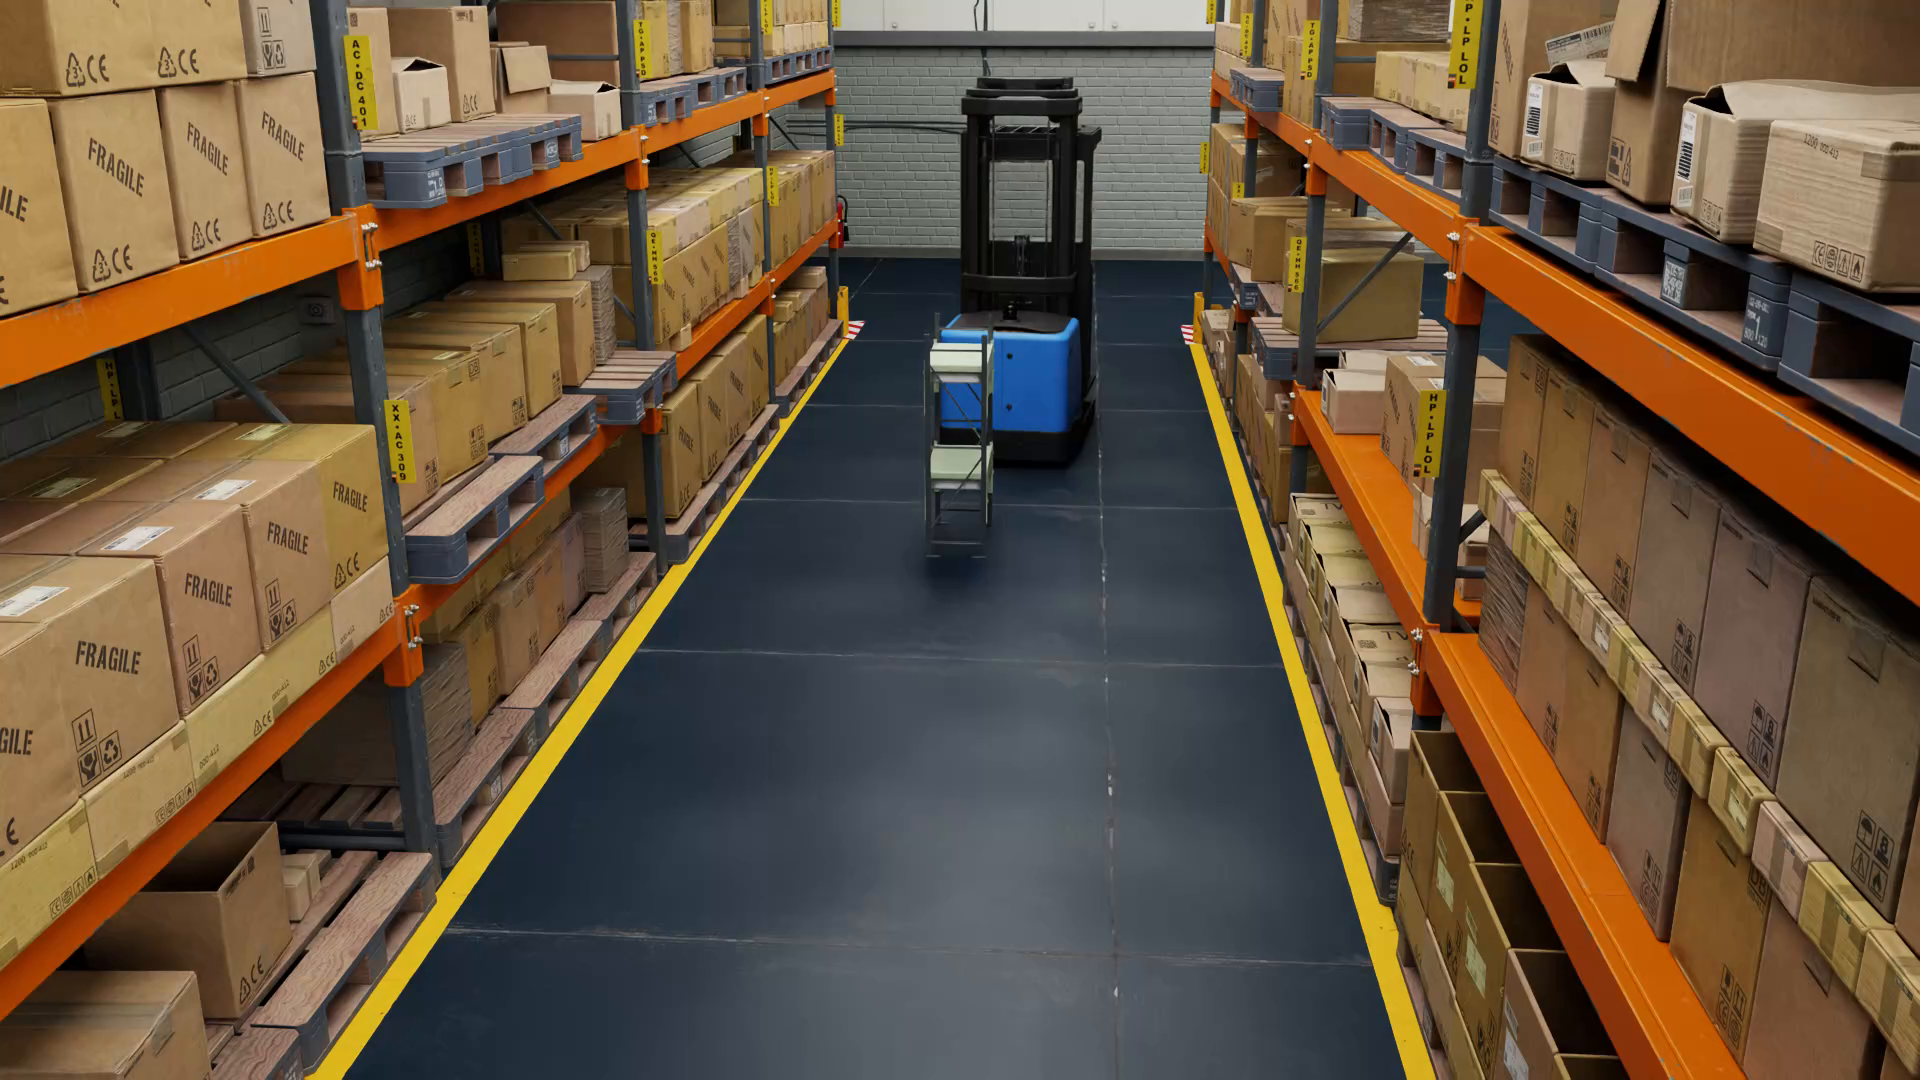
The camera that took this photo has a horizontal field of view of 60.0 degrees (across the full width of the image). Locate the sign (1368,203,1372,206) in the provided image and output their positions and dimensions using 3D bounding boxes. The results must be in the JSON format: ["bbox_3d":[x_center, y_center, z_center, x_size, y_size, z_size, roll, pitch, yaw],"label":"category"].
[{"bbox_3d":[3.382,-2.888,13.559,0.100,0.325,0.005,1,18,4],"label":"sign"}]

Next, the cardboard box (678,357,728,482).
[{"bbox_3d":[-2.147,-0.891,12.104,0.750,0.750,0.750,1,18,4],"label":"cardboard box"}]

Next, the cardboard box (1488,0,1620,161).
[{"bbox_3d":[1.956,-1.453,5.162,0.500,0.500,0.500,3,18,8],"label":"cardboard box"}]

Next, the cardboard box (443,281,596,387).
[{"bbox_3d":[-2.436,-1.152,9.255,0.700,0.500,0.500,0,18,-1],"label":"cardboard box"}]

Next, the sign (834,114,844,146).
[{"bbox_3d":[-1.286,-4.347,17.632,0.100,0.325,0.005,1,18,4],"label":"sign"}]

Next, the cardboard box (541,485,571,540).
[{"bbox_3d":[-2.503,-0.193,9.298,0.500,0.250,0.500,2,18,5],"label":"cardboard box"}]

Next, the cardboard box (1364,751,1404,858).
[{"bbox_3d":[1.995,1.108,6.967,0.500,0.250,0.500,1,18,3],"label":"cardboard box"}]

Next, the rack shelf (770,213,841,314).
[{"bbox_3d":[-1.970,-2.737,16.115,1.077,0.370,4.000,1,18,4],"label":"rack shelf"}]

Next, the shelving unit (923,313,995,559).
[{"bbox_3d":[0.000,-0.711,11.183,0.431,1.500,0.755,1,18,4],"label":"shelving unit"}]

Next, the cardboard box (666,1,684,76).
[{"bbox_3d":[-2.361,-3.541,11.728,0.700,0.500,0.500,1,18,4],"label":"cardboard box"}]

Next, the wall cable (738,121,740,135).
[{"bbox_3d":[-2.678,-4.602,19.019,0.084,1.984,1.851,1,18,4],"label":"wall cable"}]

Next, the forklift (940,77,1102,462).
[{"bbox_3d":[0.592,-2.422,14.108,1.130,2.935,3.031,3,18,10],"label":"forklift"}]

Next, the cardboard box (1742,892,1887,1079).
[{"bbox_3d":[2.047,1.023,3.324,0.700,0.500,0.500,2,18,5],"label":"cardboard box"}]

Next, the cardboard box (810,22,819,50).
[{"bbox_3d":[-1.650,-4.907,16.169,0.500,0.250,0.500,1,18,2],"label":"cardboard box"}]

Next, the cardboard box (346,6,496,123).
[{"bbox_3d":[-2.479,-2.197,7.659,0.500,0.500,0.500,1,18,2],"label":"cardboard box"}]

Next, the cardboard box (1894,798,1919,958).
[{"bbox_3d":[2.018,0.553,2.674,0.700,0.500,0.500,1,18,4],"label":"cardboard box"}]

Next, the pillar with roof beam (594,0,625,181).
[{"bbox_3d":[1.368,-5.450,13.603,9.100,9.000,0.400,1,18,4],"label":"pillar with roof beam"}]

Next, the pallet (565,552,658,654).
[{"bbox_3d":[-2.457,0.352,10.010,1.003,0.211,1.213,1,18,4],"label":"pallet"}]

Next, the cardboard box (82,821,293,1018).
[{"bbox_3d":[-2.721,1.328,5.859,0.500,0.500,0.500,0,18,0],"label":"cardboard box"}]

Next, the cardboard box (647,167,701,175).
[{"bbox_3d":[-2.406,-2.876,13.508,0.500,0.250,0.500,2,18,6],"label":"cardboard box"}]

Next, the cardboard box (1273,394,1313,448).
[{"bbox_3d":[2.374,-0.797,11.143,0.500,0.250,0.500,2,18,6],"label":"cardboard box"}]

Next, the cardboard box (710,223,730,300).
[{"bbox_3d":[-1.997,-2.038,12.154,0.500,0.500,0.500,2,18,5],"label":"cardboard box"}]

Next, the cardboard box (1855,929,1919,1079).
[{"bbox_3d":[1.823,0.818,2.906,0.380,0.149,0.250,2,18,5],"label":"cardboard box"}]

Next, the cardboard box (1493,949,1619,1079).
[{"bbox_3d":[1.804,1.490,4.597,0.500,0.500,0.500,1,18,4],"label":"cardboard box"}]

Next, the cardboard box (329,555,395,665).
[{"bbox_3d":[-2.418,0.242,6.076,0.500,0.250,0.500,1,18,4],"label":"cardboard box"}]

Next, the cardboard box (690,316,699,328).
[{"bbox_3d":[-2.081,-1.603,11.870,0.380,0.149,0.250,2,18,5],"label":"cardboard box"}]

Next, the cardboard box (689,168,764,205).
[{"bbox_3d":[-1.891,-2.862,13.466,0.500,0.250,0.500,2,18,5],"label":"cardboard box"}]

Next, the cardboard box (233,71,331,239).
[{"bbox_3d":[-2.476,-1.293,5.541,0.500,0.500,0.500,2,18,5],"label":"cardboard box"}]

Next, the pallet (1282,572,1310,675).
[{"bbox_3d":[2.444,0.473,9.639,1.003,0.211,1.213,1,18,4],"label":"pallet"}]

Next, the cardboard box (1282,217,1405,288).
[{"bbox_3d":[2.763,-2.046,12.014,0.700,0.500,0.500,-3,18,-10],"label":"cardboard box"}]

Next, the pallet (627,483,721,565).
[{"bbox_3d":[-2.268,-0.134,11.493,1.003,0.211,1.213,1,18,4],"label":"pallet"}]

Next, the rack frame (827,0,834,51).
[{"bbox_3d":[-1.826,-6.551,16.965,1.000,3.000,0.127,1,18,4],"label":"rack frame"}]

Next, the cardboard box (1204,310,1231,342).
[{"bbox_3d":[2.757,-2.176,16.955,0.500,0.250,0.500,1,18,4],"label":"cardboard box"}]

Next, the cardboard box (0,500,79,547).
[{"bbox_3d":[-3.011,0.188,5.035,0.500,0.500,0.500,2,18,5],"label":"cardboard box"}]

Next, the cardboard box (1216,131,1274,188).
[{"bbox_3d":[2.749,-3.664,16.021,0.500,0.500,0.500,2,18,5],"label":"cardboard box"}]

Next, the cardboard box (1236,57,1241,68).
[{"bbox_3d":[2.644,-4.015,14.282,0.500,0.250,0.500,1,18,4],"label":"cardboard box"}]

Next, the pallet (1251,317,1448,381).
[{"bbox_3d":[2.520,-1.227,10.660,1.213,0.211,1.003,1,18,4],"label":"pallet"}]

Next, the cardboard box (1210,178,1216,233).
[{"bbox_3d":[2.789,-3.346,16.658,0.500,0.500,0.500,1,18,3],"label":"cardboard box"}]

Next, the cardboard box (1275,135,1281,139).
[{"bbox_3d":[3.290,-3.651,15.983,0.500,0.500,0.500,2,18,5],"label":"cardboard box"}]

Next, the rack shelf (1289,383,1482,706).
[{"bbox_3d":[2.398,-0.143,8.199,1.077,0.370,4.000,1,18,4],"label":"rack shelf"}]

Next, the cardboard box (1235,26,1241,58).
[{"bbox_3d":[2.631,-4.253,14.205,0.500,0.250,0.500,1,18,4],"label":"cardboard box"}]

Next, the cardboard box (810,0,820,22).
[{"bbox_3d":[-1.653,-5.269,16.072,0.500,0.500,0.500,2,18,6],"label":"cardboard box"}]

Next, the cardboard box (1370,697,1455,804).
[{"bbox_3d":[1.998,0.844,6.870,0.500,0.311,0.500,1,18,4],"label":"cardboard box"}]

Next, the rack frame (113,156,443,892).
[{"bbox_3d":[-2.686,0.026,6.525,1.000,3.000,0.127,1,18,4],"label":"rack frame"}]

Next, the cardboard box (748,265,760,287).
[{"bbox_3d":[-1.849,-2.158,13.563,0.380,0.149,0.250,2,18,5],"label":"cardboard box"}]

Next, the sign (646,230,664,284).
[{"bbox_3d":[-1.858,-1.719,10.120,0.100,0.325,0.005,1,18,4],"label":"sign"}]

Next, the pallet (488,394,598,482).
[{"bbox_3d":[-2.501,-0.509,8.467,1.003,0.211,1.213,1,18,4],"label":"pallet"}]

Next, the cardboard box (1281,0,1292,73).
[{"bbox_3d":[2.693,-3.706,12.103,0.600,0.600,0.600,1,18,3],"label":"cardboard box"}]

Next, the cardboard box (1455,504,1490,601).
[{"bbox_3d":[2.246,0.053,6.684,0.500,0.250,0.500,2,18,7],"label":"cardboard box"}]

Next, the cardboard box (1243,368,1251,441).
[{"bbox_3d":[2.523,-1.059,13.146,0.500,0.500,0.500,2,18,5],"label":"cardboard box"}]

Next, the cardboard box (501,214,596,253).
[{"bbox_3d":[-2.626,-1.917,10.582,0.500,0.250,0.500,2,18,5],"label":"cardboard box"}]

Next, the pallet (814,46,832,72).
[{"bbox_3d":[-1.869,-4.853,16.742,1.003,0.211,1.213,1,18,4],"label":"pallet"}]

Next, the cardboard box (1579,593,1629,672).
[{"bbox_3d":[1.954,0.260,4.611,0.380,0.149,0.250,1,18,2],"label":"cardboard box"}]
